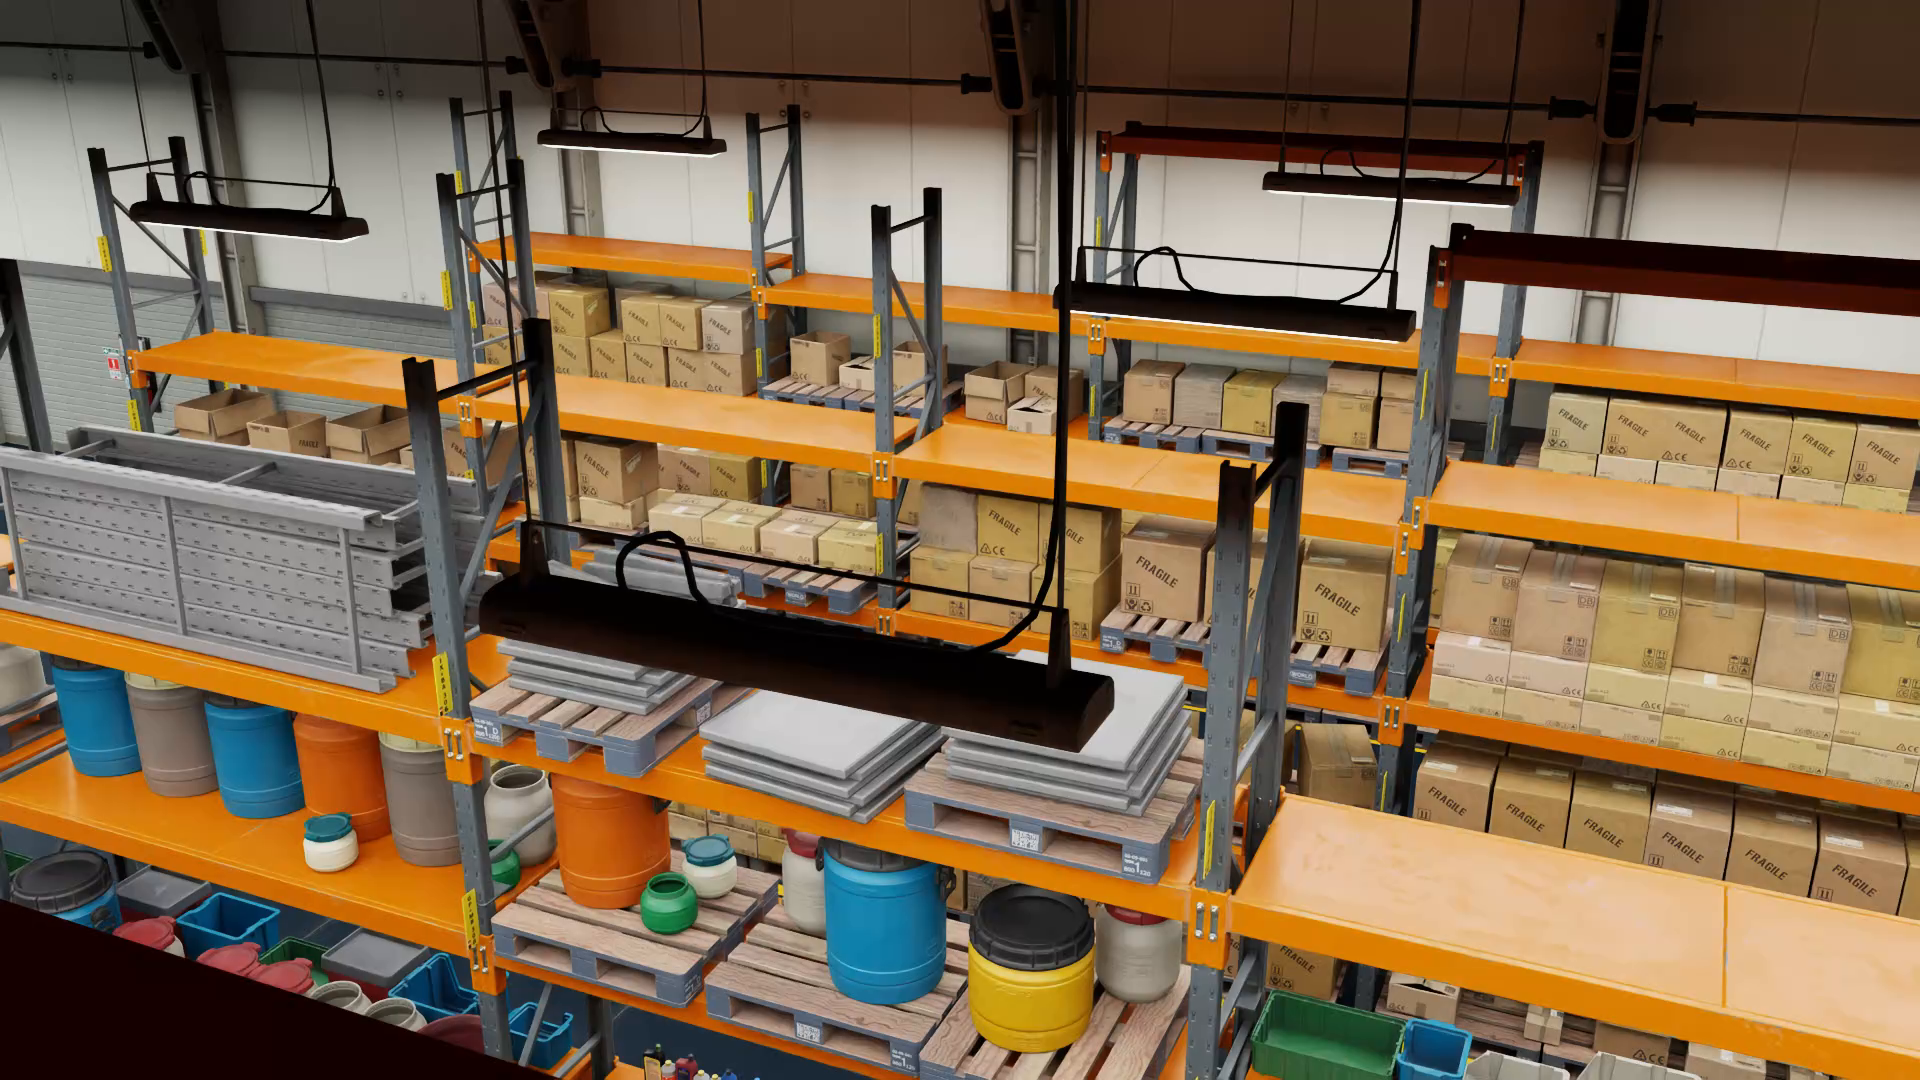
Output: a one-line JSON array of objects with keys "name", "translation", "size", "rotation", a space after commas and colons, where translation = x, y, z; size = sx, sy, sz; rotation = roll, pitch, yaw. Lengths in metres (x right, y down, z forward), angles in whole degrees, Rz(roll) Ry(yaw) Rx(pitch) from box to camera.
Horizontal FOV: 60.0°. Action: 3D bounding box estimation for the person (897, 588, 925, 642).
[{"name": "person", "translation": [-0.504, 0.861, 17.945], "size": [0.464, 1.709, 0.570], "rotation": [16, 26, 37]}]
